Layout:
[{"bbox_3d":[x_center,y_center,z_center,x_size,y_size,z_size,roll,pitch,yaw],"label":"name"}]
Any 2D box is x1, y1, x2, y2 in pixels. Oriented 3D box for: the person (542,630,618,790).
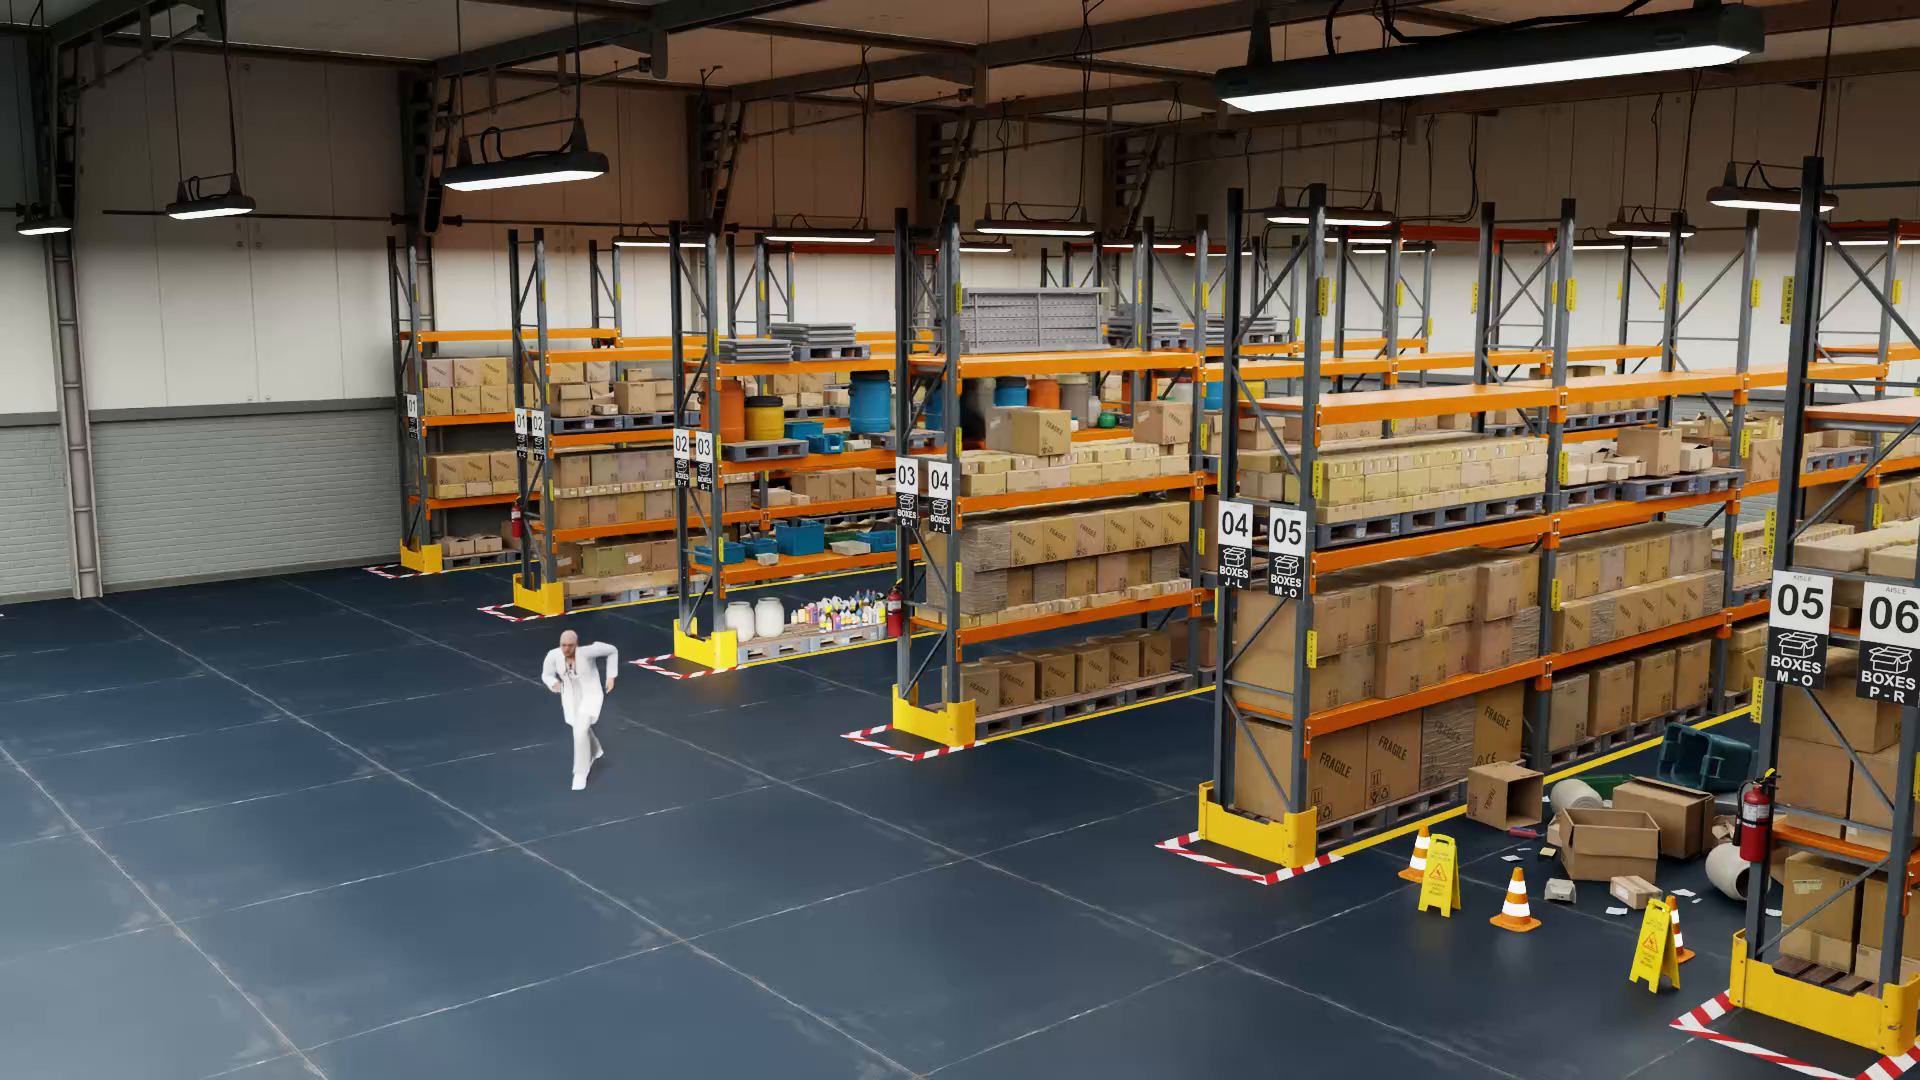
[{"bbox_3d":[-3.920,1.722,17.338,0.752,1.731,1.073,1,9,5],"label":"person"}]
